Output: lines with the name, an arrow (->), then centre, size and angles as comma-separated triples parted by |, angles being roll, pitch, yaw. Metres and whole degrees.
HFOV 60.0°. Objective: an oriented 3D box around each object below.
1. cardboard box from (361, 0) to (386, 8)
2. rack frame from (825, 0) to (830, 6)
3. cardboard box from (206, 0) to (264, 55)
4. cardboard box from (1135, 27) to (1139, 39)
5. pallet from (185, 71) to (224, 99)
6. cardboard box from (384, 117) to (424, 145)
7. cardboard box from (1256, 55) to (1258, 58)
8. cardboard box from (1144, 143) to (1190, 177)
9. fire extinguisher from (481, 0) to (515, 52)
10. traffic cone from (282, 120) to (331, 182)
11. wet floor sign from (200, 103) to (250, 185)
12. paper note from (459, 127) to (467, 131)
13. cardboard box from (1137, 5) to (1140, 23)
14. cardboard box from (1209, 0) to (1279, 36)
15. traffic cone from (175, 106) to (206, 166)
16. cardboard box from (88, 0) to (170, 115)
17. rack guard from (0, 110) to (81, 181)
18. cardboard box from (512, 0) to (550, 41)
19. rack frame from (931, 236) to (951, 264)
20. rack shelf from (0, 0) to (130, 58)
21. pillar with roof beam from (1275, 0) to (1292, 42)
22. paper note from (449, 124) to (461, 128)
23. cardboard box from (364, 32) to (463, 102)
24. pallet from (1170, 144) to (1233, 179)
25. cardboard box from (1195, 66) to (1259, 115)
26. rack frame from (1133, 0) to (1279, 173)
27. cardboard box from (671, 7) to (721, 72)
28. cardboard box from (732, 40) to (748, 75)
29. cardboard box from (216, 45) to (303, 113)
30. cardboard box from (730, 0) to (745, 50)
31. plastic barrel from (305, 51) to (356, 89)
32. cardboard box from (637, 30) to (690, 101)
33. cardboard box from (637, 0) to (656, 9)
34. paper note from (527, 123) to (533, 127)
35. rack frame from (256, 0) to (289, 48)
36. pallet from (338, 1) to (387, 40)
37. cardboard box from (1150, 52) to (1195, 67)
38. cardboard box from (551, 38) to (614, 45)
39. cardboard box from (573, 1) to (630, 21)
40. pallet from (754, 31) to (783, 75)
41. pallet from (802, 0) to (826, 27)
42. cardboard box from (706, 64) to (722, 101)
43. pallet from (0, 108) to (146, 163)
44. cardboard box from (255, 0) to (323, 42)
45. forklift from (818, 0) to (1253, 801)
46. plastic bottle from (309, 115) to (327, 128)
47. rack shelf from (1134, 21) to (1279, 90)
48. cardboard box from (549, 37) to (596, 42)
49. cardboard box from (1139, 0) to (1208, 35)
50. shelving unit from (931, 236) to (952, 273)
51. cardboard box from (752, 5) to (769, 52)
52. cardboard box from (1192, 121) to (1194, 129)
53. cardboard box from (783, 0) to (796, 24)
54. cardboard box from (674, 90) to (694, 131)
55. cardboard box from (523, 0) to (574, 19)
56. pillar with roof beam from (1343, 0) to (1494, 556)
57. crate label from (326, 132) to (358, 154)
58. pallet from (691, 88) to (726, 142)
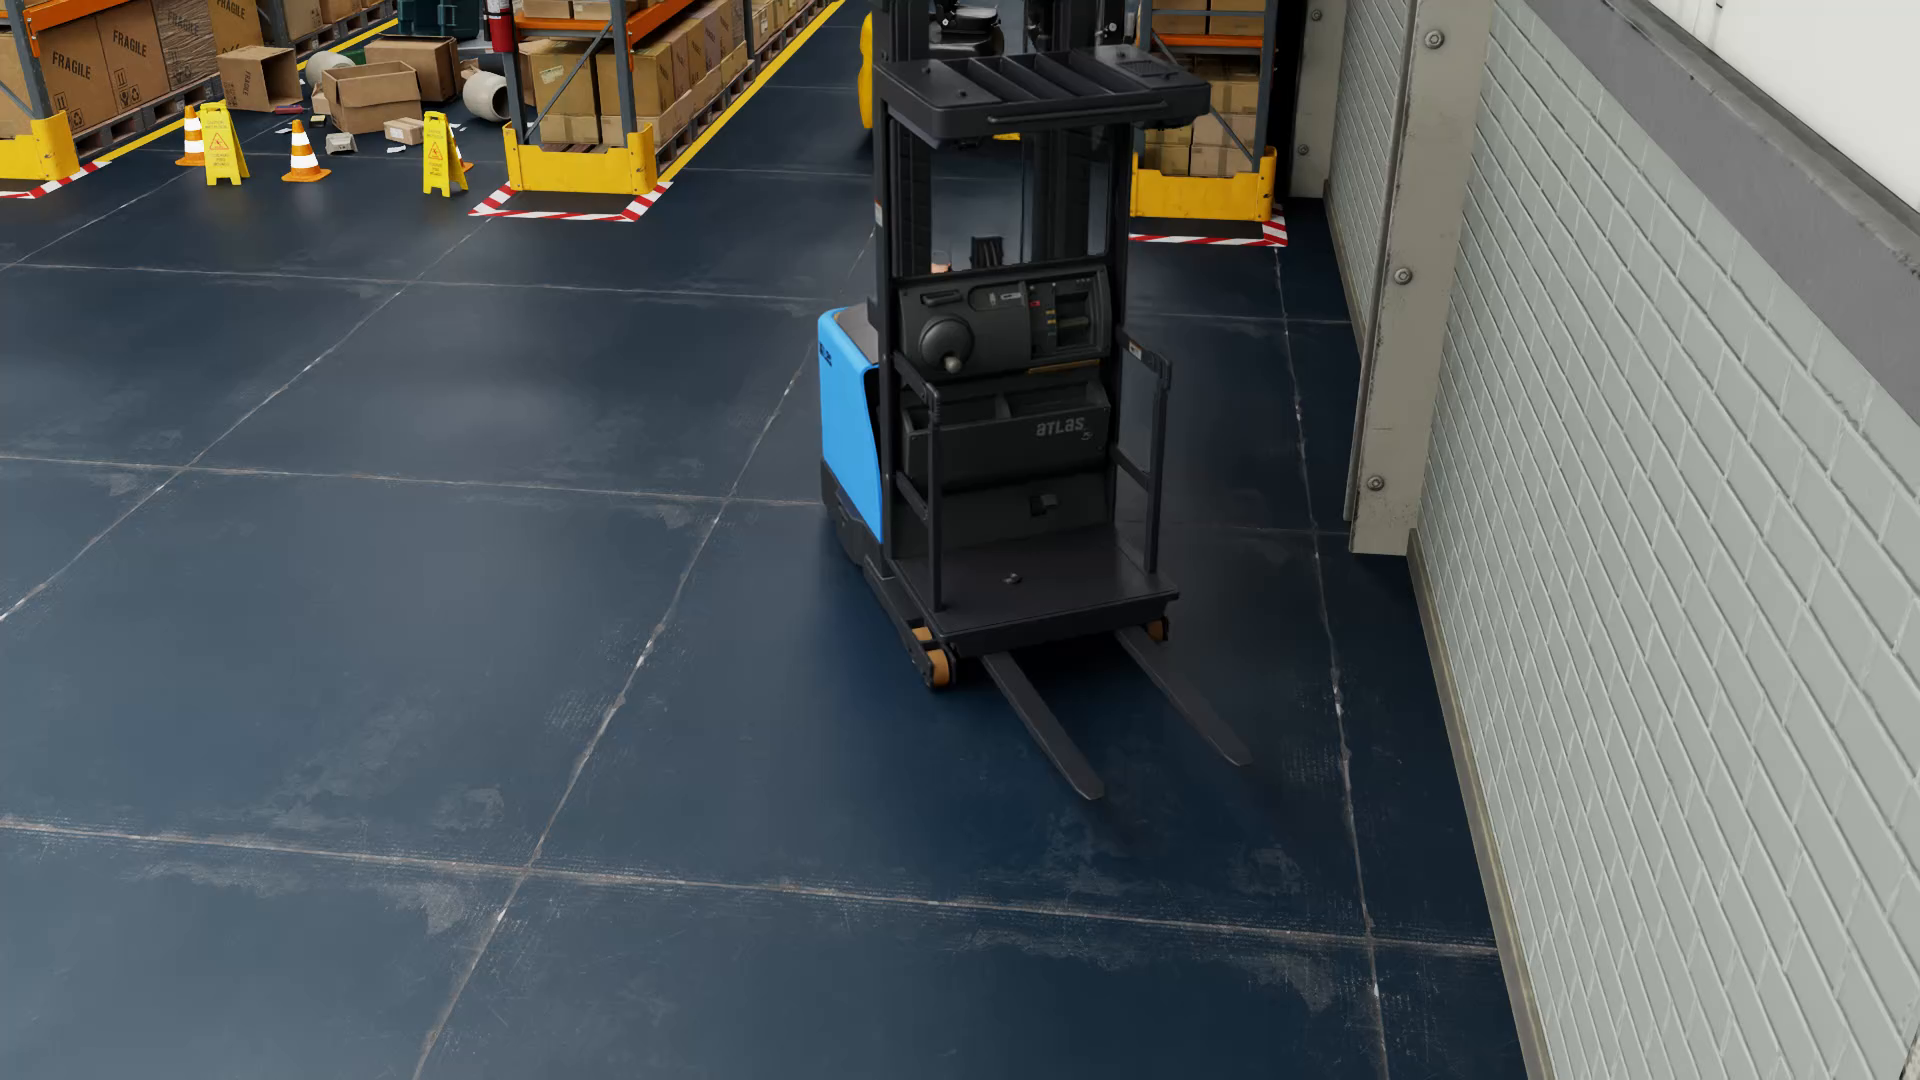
cardboard box -> -7.300, -6.688, 19.431 | 1.050, 0.750, 0.750 | 4, 29, 7
rack frame -> -2.107, -7.947, 19.838 | 1.000, 3.000, 0.127 | 3, 28, 6
cardboard box -> -7.669, -5.261, 16.651 | 0.875, 0.875, 0.875 | 4, 29, 7
cardboard box -> 1.764, -4.261, 14.398 | 0.500, 0.250, 0.500 | 3, 28, 5
pallet -> -7.693, -4.723, 16.794 | 1.003, 0.211, 1.213 | 3, 28, 6
cardboard box -> -4.932, -3.660, 14.887 | 0.380, 0.149, 0.250 | 20, 34, 32
cardboard box -> 2.216, -3.994, 13.903 | 0.500, 0.250, 0.500 | 3, 28, 6
cardboard box -> 1.583, -3.108, 13.313 | 0.500, 0.250, 0.500 | 4, 29, 7
fire extinguisher -> -3.559, -4.120, 12.816 | 0.296, 0.674, 0.183 | 3, 28, 6
traffic cone -> -5.458, -3.246, 13.787 | 0.336, 0.463, 0.334 | 3, 28, 6
wet floor sign -> -6.051, -3.256, 13.613 | 0.267, 0.644, 0.232 | -1, 28, -3
paper note -> -4.547, -3.763, 15.224 | 0.032, 0.001, 0.123 | 3, 28, 6
cardboard box -> 1.886, -4.742, 15.292 | 0.500, 0.250, 0.500 | 3, 28, 6
cardboard box -> 2.176, -4.155, 12.695 | 0.500, 0.500, 0.500 | 4, 29, 8
traffic cone -> -6.538, -3.472, 14.206 | 0.336, 0.463, 0.334 | 3, 28, 6
cardboard box -> -7.889, -4.408, 15.067 | 0.875, 0.875, 0.875 | 3, 28, 5
rack guard -> -8.015, -3.309, 13.866 | 1.175, 0.500, 0.348 | 3, 28, 6
cardboard box -> -4.368, -5.386, 16.922 | 0.500, 0.500, 0.500 | 3, 28, 6
rack frame -> -0.167, -1.058, 8.949 | 0.240, 1.200, 0.015 | 5, 29, 10
rack shelf -> -7.768, -5.046, 15.212 | 1.077, 0.370, 4.000 | 3, 28, 6
pillar with roof beam -> -0.718, -9.885, 17.111 | 9.100, 9.000, 0.400 | 3, 28, 6
paper note -> -4.694, -3.821, 15.322 | 0.148, 0.019, 0.142 | 14, 31, 24
cardboard box -> -5.279, -4.556, 16.034 | 0.797, 0.637, 0.503 | 3, 28, 6
pallet -> 1.891, -3.029, 13.650 | 1.003, 0.211, 1.213 | 3, 28, 6
cardboard box -> 2.086, -3.524, 13.031 | 0.500, 0.250, 0.500 | 3, 28, 5
rack frame -> 1.839, -3.894, 12.316 | 1.000, 3.000, 0.127 | 3, 28, 6
cardboard box -> -2.525, -4.594, 15.281 | 0.500, 0.500, 0.500 | 5, 29, 9
cardboard box -> -2.403, -4.744, 16.350 | 0.500, 0.250, 0.500 | 5, 29, 9
cardboard box -> -6.694, -4.414, 15.914 | 0.500, 0.500, 0.500 | 8, 29, 15
cardboard box -> -2.404, -5.074, 16.172 | 0.500, 0.500, 0.500 | 3, 28, 5
plastic barrel -> -6.139, -4.547, 16.243 | 0.421, 0.421, 0.512 | -24, 36, -37
cardboard box -> -2.652, -4.107, 14.376 | 0.500, 0.500, 0.500 | 2, 28, 4
cardboard box -> -2.711, -4.458, 13.627 | 0.380, 0.149, 0.250 | 2, 28, 5
paper note -> -3.980, -3.839, 15.344 | 0.142, 0.019, 0.148 | -6, 29, -11
rack frame -> -7.522, -6.304, 16.789 | 1.000, 3.000, 0.127 | 3, 28, 6
pallet -> -7.356, -6.020, 19.201 | 1.003, 0.211, 1.213 | 3, 28, 6
cardboard box -> 1.643, -3.784, 13.514 | 0.500, 0.250, 0.500 | 4, 29, 7
cardboard box -> -3.188, -4.124, 14.407 | 0.500, 0.500, 0.500 | 4, 29, 8
cardboard box -> -2.840, -4.218, 13.182 | 0.380, 0.149, 0.250 | 3, 29, 6
pallet -> -2.503, -5.203, 17.685 | 1.003, 0.211, 1.213 | 3, 28, 6
pallet -> -2.204, -6.351, 19.817 | 1.003, 0.211, 1.213 | 3, 28, 6
cardboard box -> -2.525, -4.254, 15.440 | 0.500, 0.250, 0.500 | 4, 29, 7
pallet -> -7.992, -3.574, 14.662 | 1.003, 0.211, 1.213 | 3, 28, 6
cardboard box -> -7.536, -5.796, 17.775 | 1.050, 0.750, 0.750 | 3, 28, 6
forklift -> 0.272, -0.880, 6.794 | 1.130, 2.935, 3.031 | -10, 30, -17
plastic bottle -> -5.940, -3.883, 15.392 | 0.133, 0.061, 0.283 | -6, 29, -11
rack shelf -> 2.084, -4.519, 14.234 | 1.077, 0.370, 4.000 | 3, 28, 6
cardboard box -> -3.270, -4.340, 14.125 | 0.380, 0.149, 0.250 | 4, 29, 8
cardboard box -> 1.639, -4.185, 12.750 | 0.500, 0.500, 0.500 | 3, 28, 5
shelving unit -> -0.214, -0.945, 8.739 | 0.258, 1.200, 0.503 | 5, 29, 10
cardboard box -> -2.536, -5.339, 17.325 | 0.950, 0.372, 0.625 | 4, 29, 7
cardboard box -> 2.153, -3.535, 13.578 | 0.500, 0.250, 0.500 | 3, 28, 6
cardboard box -> -2.367, -6.005, 18.561 | 0.950, 0.372, 0.625 | 4, 29, 8
cardboard box -> -2.644, -3.759, 14.521 | 0.500, 0.250, 0.500 | 4, 29, 8
cardboard box -> -3.254, -4.259, 13.257 | 0.380, 0.149, 0.250 | 4, 29, 8
pillar with roof beam -> -2.189, -4.237, 6.626 | 9.100, 9.000, 0.400 | 3, 28, 6
crate label -> -5.424, -3.476, 14.558 | 0.250, 0.136, 0.298 | -11, 30, -20
pallet -> -2.792, -3.942, 15.345 | 1.003, 0.211, 1.213 | 3, 28, 6
